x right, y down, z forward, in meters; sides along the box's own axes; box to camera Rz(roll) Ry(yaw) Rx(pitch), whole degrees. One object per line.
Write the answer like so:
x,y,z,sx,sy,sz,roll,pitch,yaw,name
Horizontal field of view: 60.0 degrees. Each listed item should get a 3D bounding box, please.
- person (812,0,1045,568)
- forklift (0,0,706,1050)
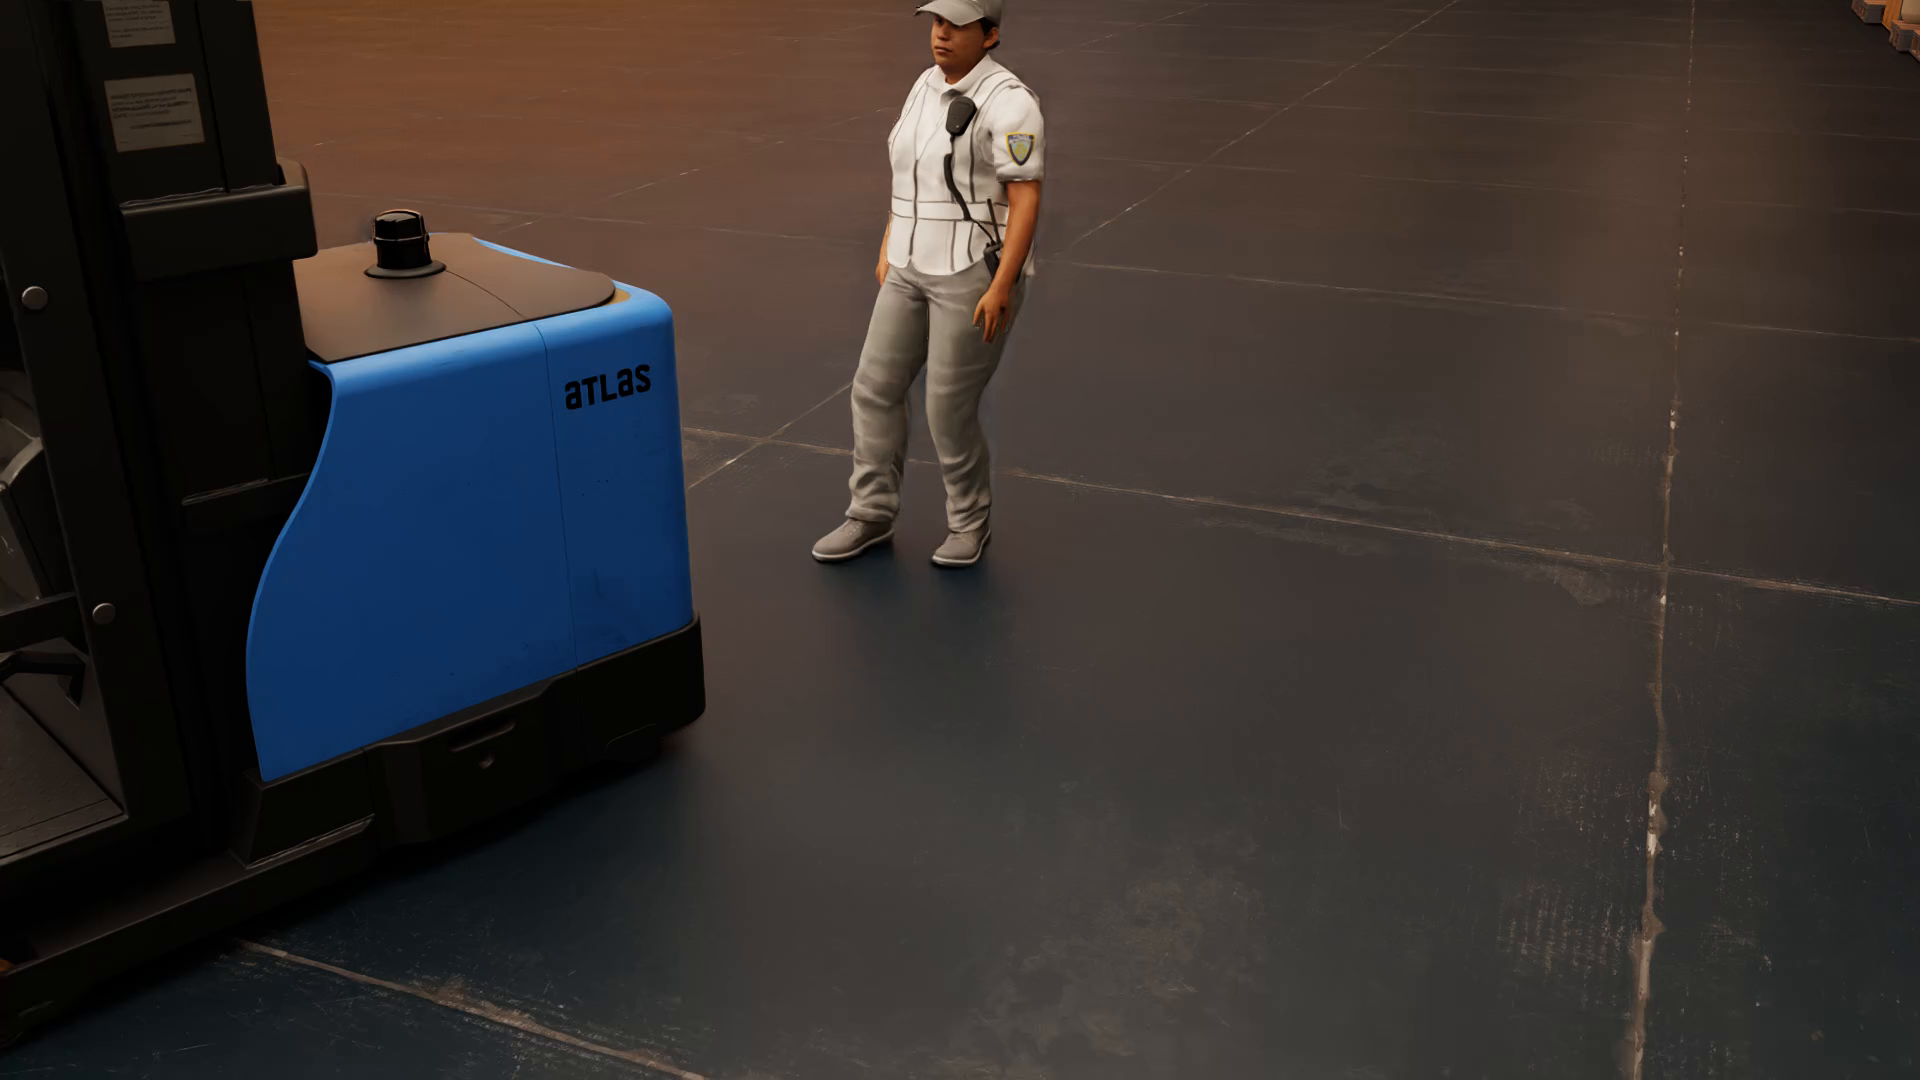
-0.099,-0.717,4.681,0.584,1.663,0.588,-19,29,-38,person
-2.008,-0.619,2.773,3.031,2.935,1.130,-21,30,-40,forklift
